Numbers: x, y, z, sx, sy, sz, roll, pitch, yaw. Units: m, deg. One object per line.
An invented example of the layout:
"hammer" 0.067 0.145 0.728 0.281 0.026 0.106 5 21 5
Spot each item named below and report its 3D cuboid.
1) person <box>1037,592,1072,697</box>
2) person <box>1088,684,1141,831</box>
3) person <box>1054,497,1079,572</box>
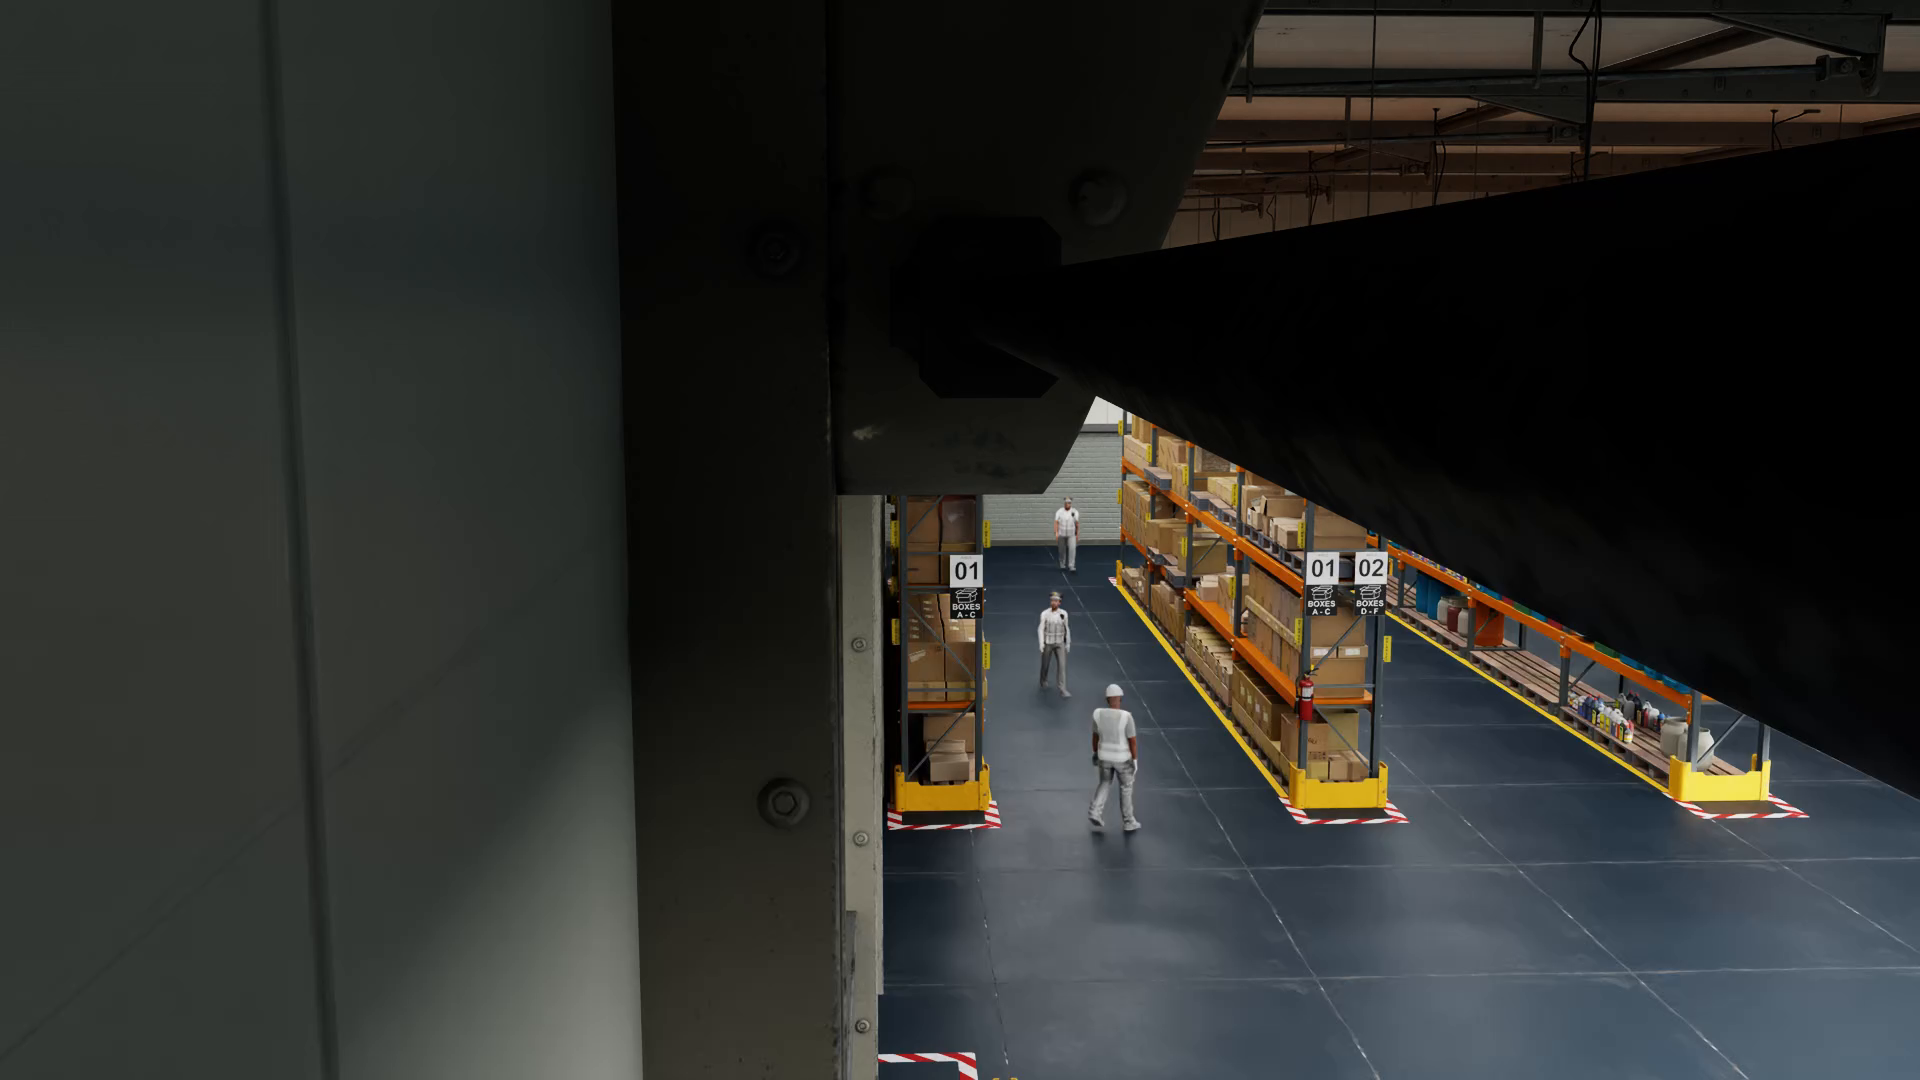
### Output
"person" 1.506 1.627 26.377 0.574 1.634 1.022 -2 9 -11
"person" 1.843 2.580 19.677 0.610 1.782 0.600 5 10 28
"person" 2.439 -0.142 37.976 0.570 1.709 1.067 0 8 1
